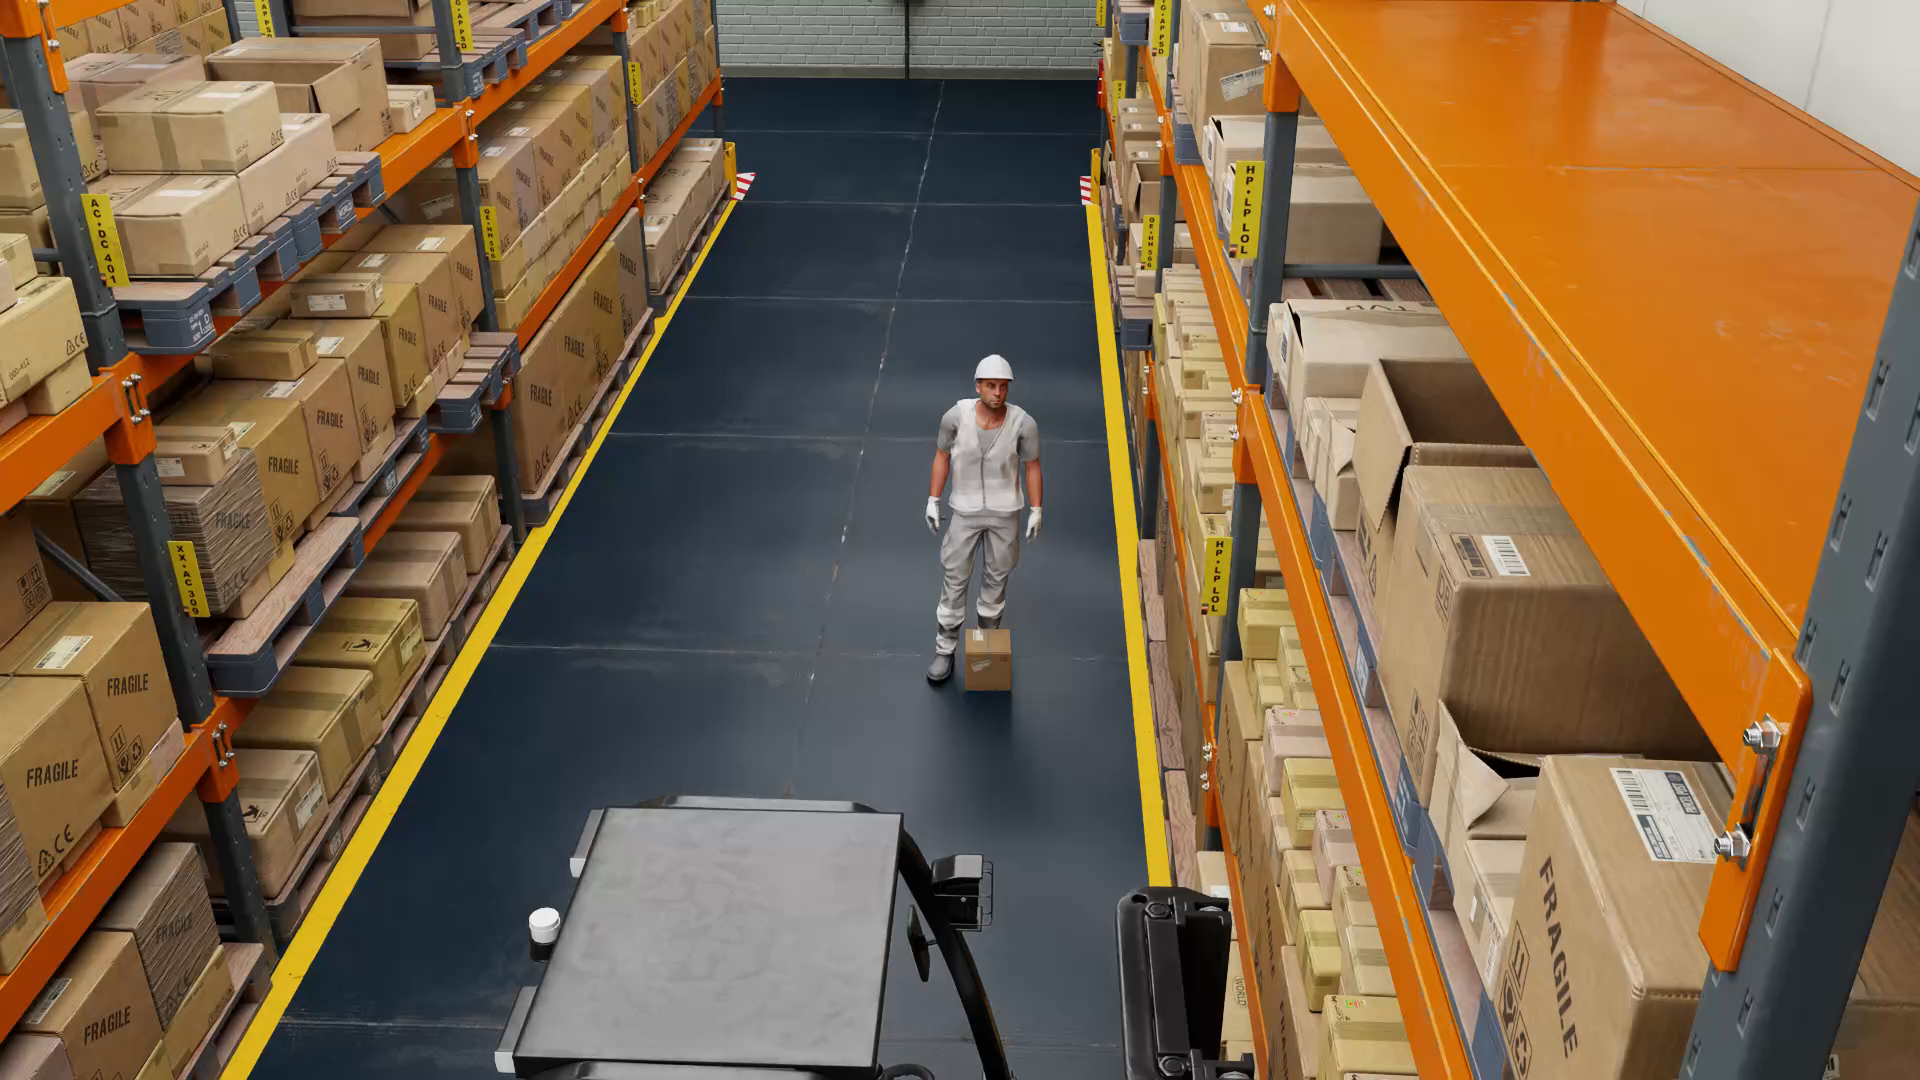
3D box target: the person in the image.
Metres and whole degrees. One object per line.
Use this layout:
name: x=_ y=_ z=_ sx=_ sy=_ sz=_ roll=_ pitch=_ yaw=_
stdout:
person: x=0.129 y=-0.112 z=9.025 sx=0.638 sy=1.790 sz=0.559 roll=1 pitch=28 yaw=2
